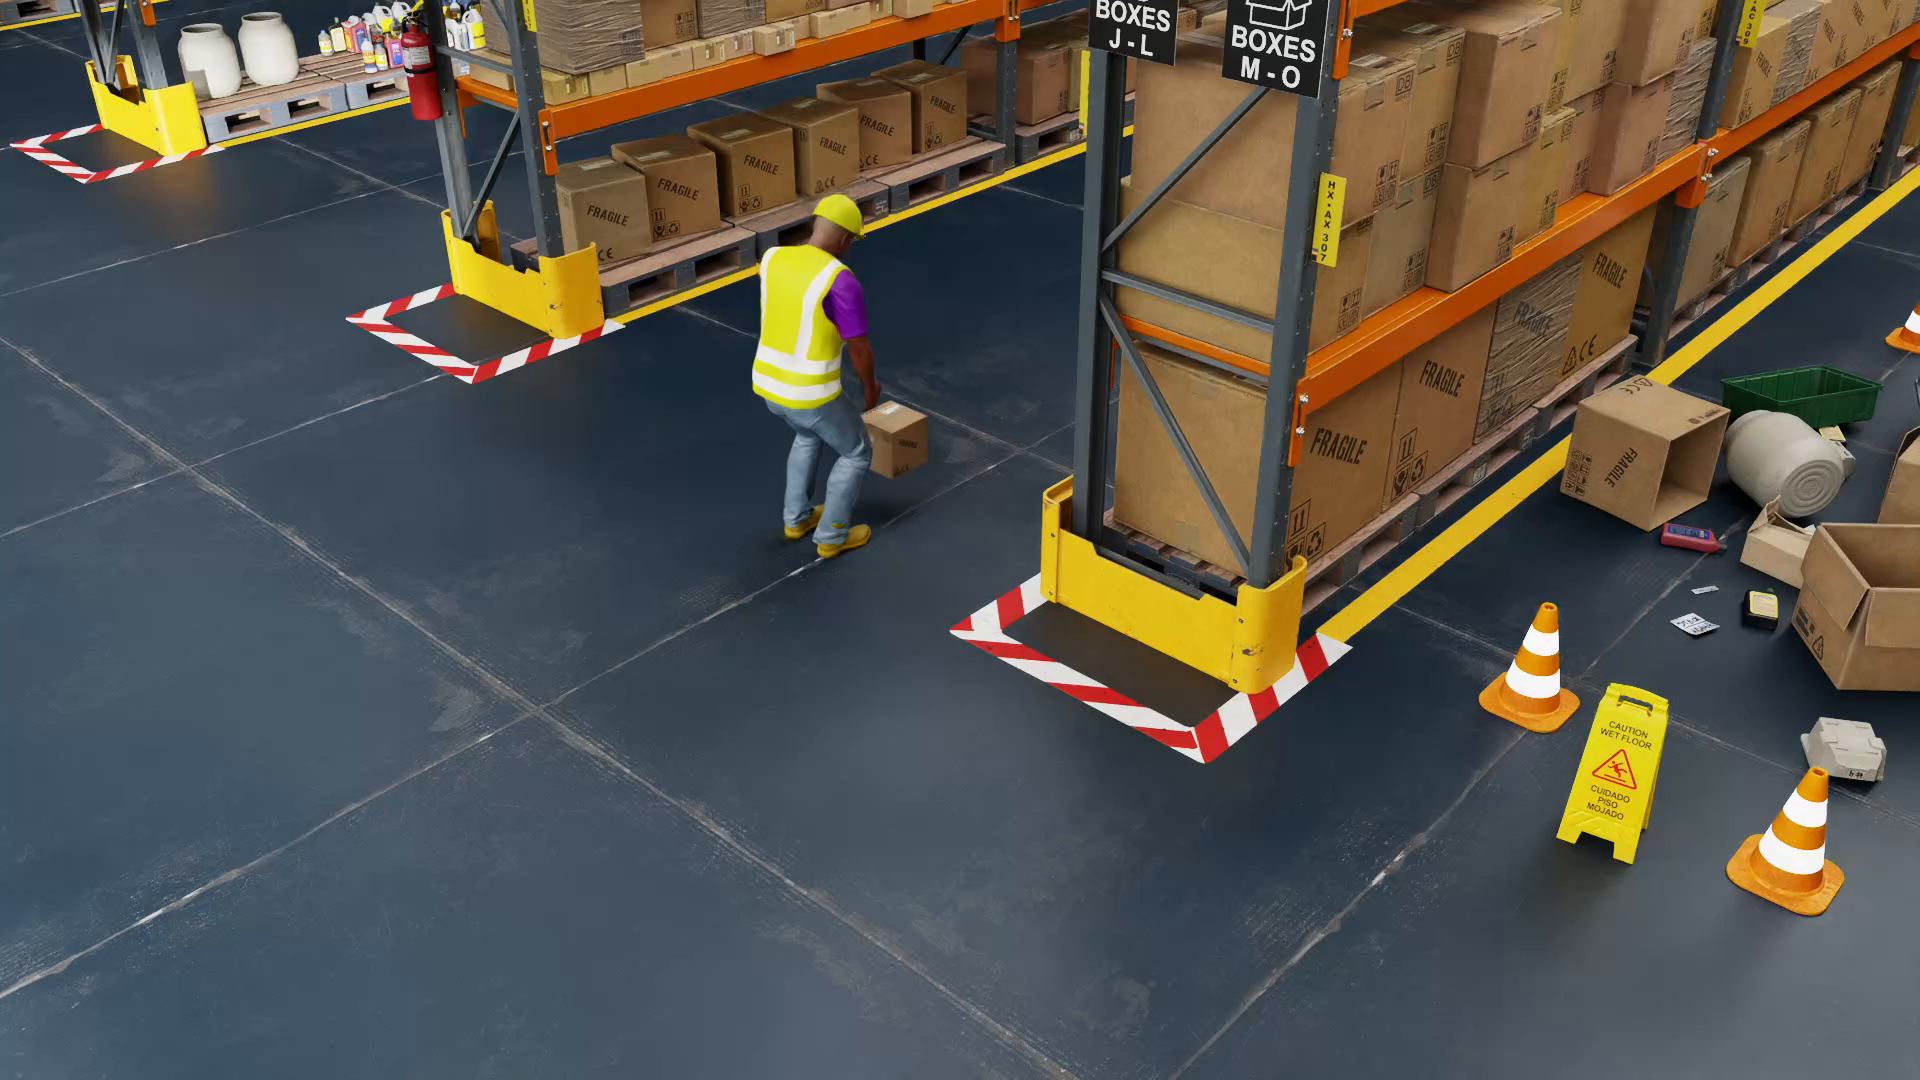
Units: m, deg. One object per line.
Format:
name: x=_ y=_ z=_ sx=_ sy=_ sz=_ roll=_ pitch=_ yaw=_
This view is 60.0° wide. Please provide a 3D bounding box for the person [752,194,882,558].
person: x=-0.646 y=-0.731 z=7.471 sx=0.616 sy=1.613 sz=0.599 roll=26 pitch=40 yaw=36
